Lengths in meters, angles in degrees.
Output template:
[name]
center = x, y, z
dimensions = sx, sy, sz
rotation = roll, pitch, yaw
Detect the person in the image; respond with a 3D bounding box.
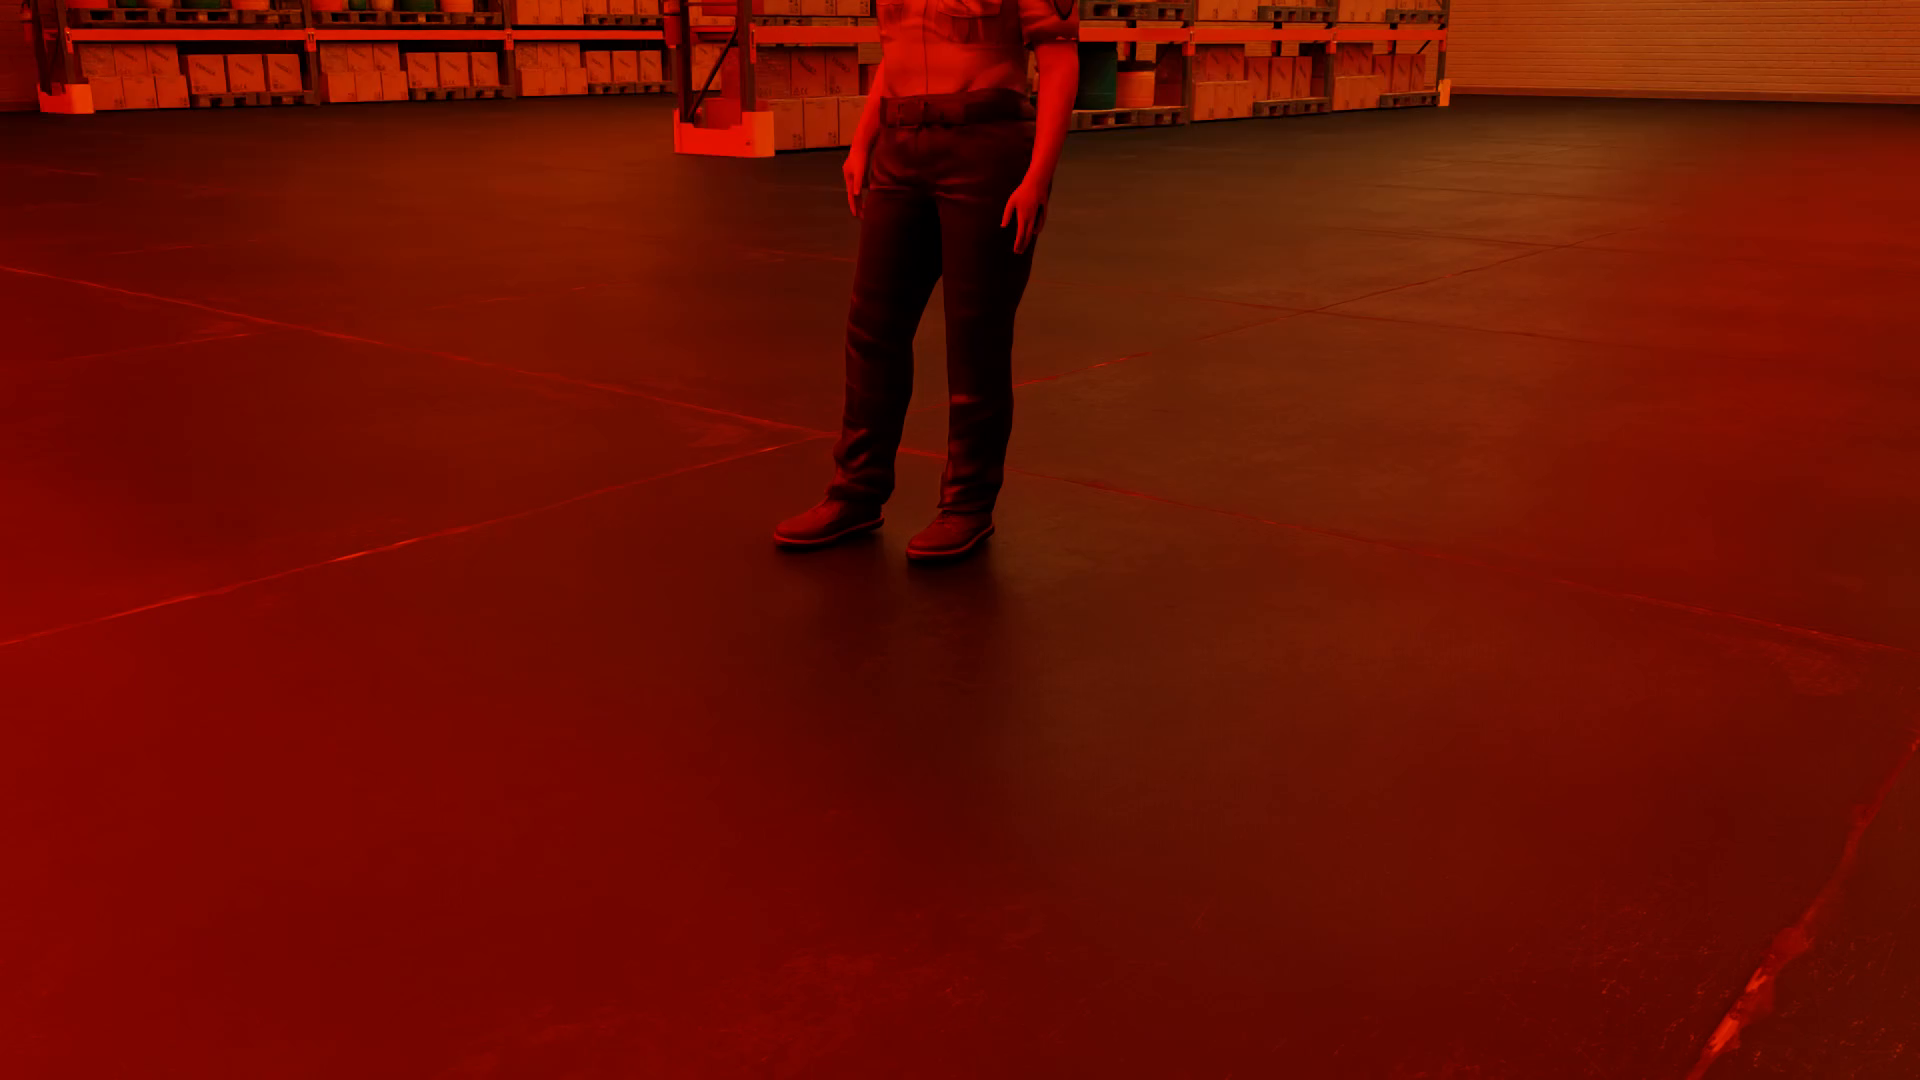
[person]
center = -0.075, -0.779, 3.648
dimensions = 0.598, 1.651, 0.502
rotation = 13, 21, 37
